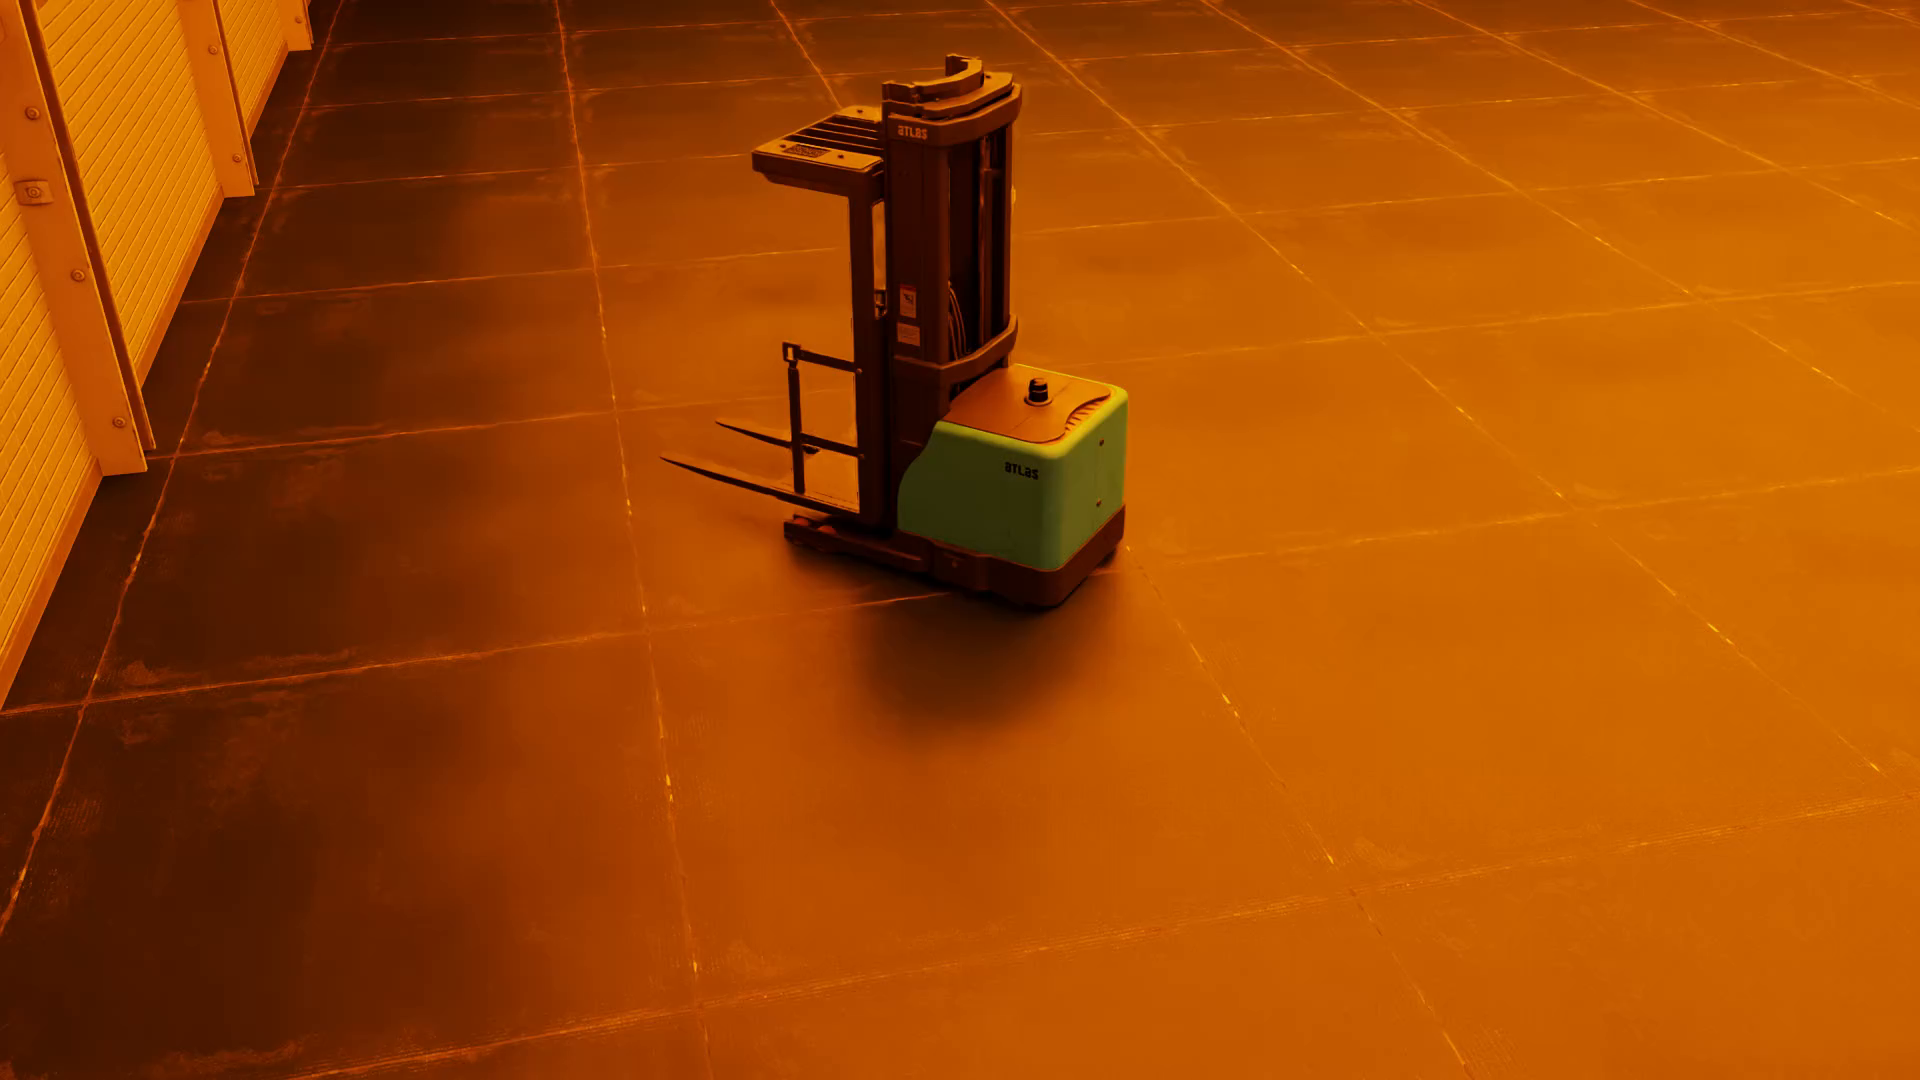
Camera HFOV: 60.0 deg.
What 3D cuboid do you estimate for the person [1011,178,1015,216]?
[{"bbox_3d":[0.102,-2.465,12.973,0.632,1.773,0.569,-10,32,-17],"label":"person"}]

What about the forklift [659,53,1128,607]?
[{"bbox_3d":[-0.517,-1.403,9.998,3.031,2.935,1.130,16,34,25],"label":"forklift"}]
